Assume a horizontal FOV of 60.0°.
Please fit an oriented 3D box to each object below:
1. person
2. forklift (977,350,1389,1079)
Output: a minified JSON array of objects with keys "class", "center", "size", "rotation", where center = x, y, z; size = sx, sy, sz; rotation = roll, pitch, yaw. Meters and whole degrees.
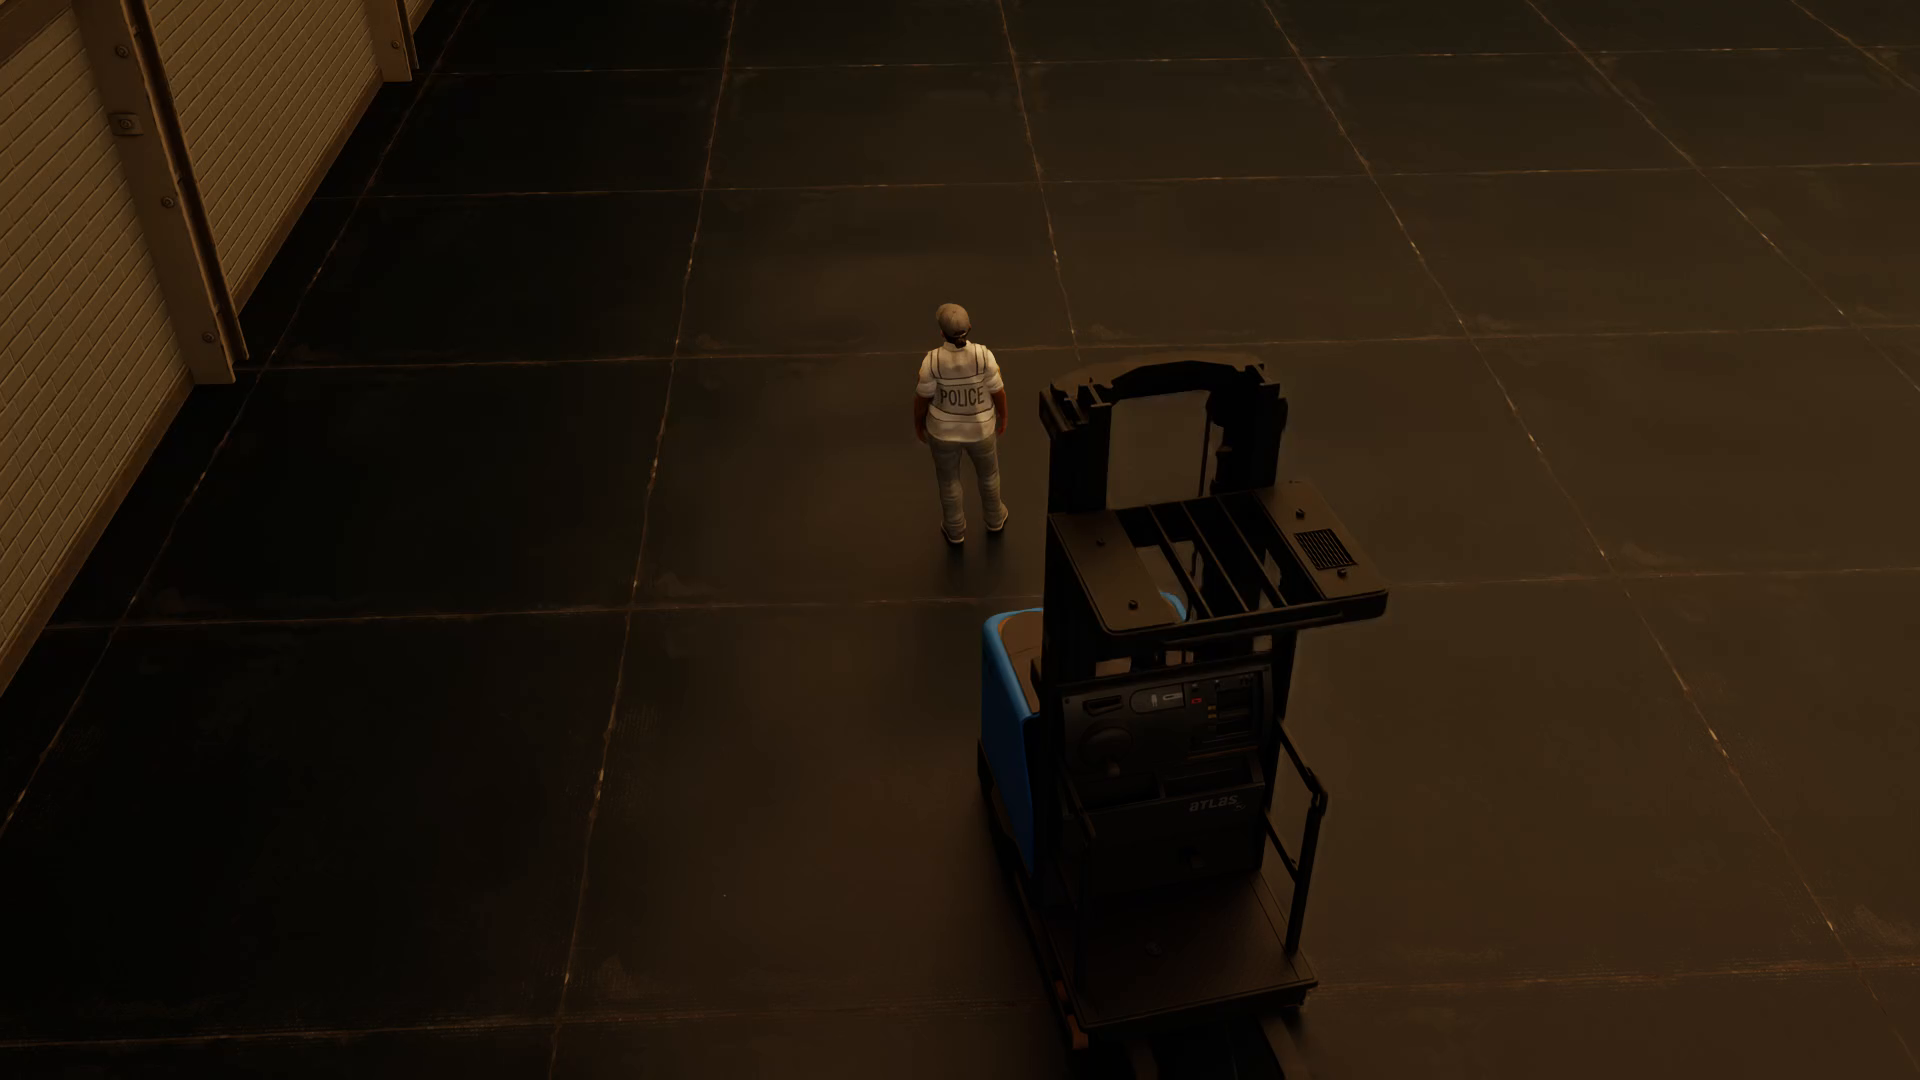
[{"class":"person","center":[0.019,-0.726,10.067],"size":[0.598,1.670,0.529],"rotation":[-2,36,-2]},{"class":"forklift","center":[0.933,0.830,6.871],"size":[1.130,2.935,3.031],"rotation":[-8,37,-11]}]
